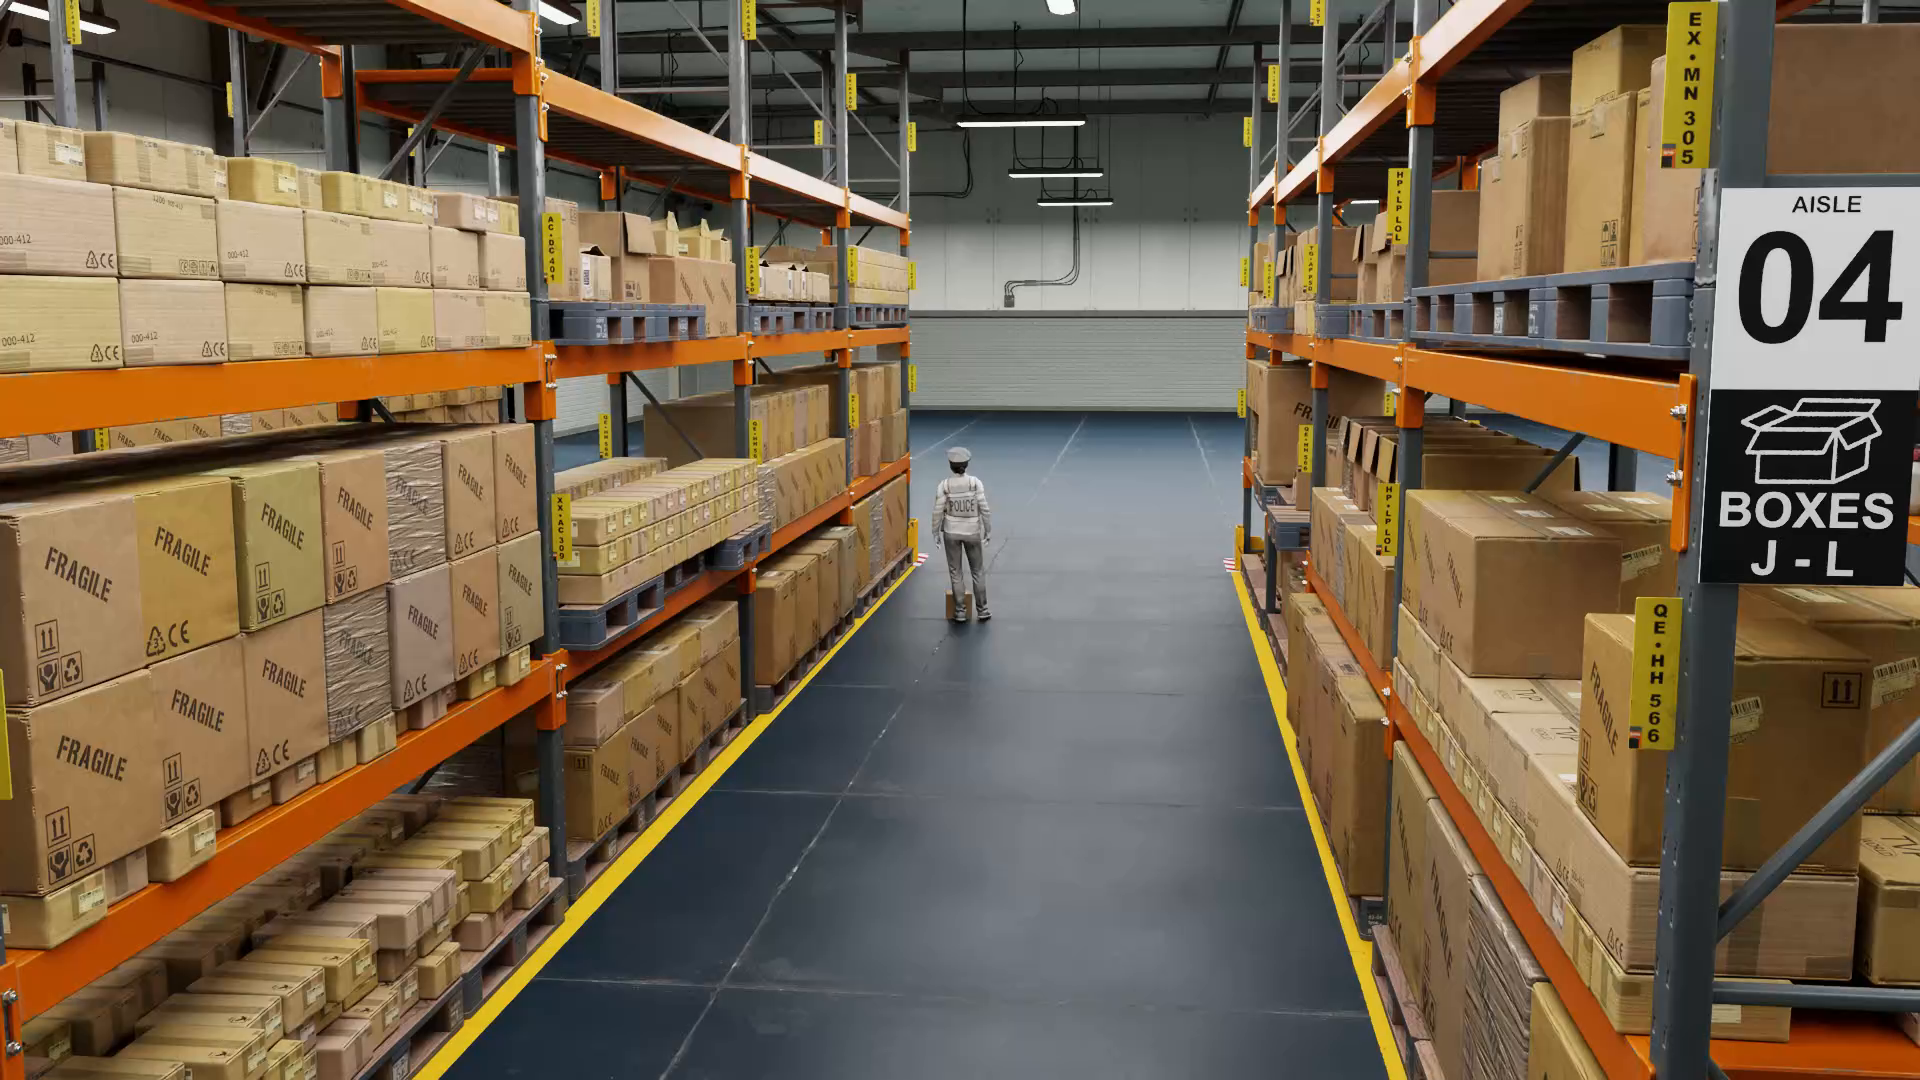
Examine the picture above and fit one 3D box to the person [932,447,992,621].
[{"bbox_3d":[0.019,-0.061,16.060,0.587,1.696,0.534,0,8,-1],"label":"person"}]
